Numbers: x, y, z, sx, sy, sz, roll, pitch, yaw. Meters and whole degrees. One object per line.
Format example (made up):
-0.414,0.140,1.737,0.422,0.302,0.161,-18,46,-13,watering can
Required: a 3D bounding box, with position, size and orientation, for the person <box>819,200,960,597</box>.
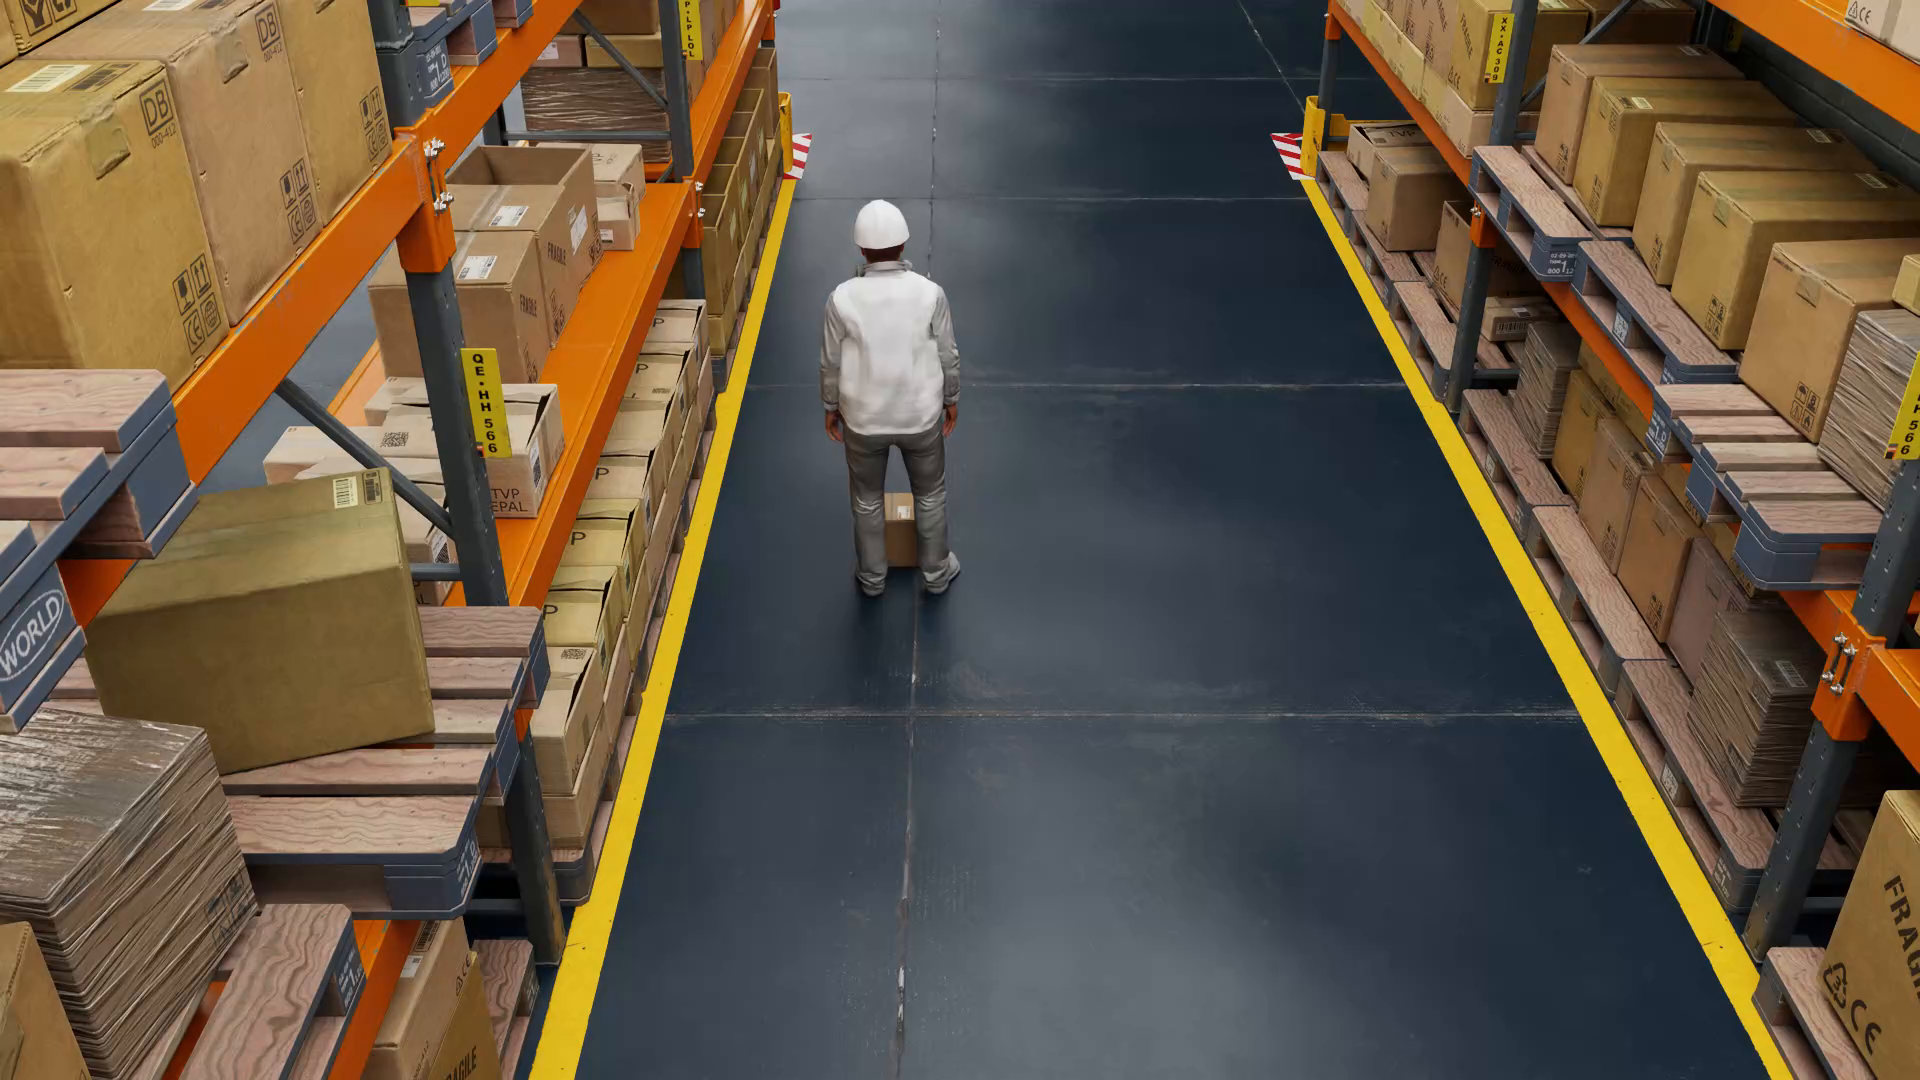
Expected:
-0.289,-0.560,7.029,0.594,1.771,0.464,-2,31,-3,person
